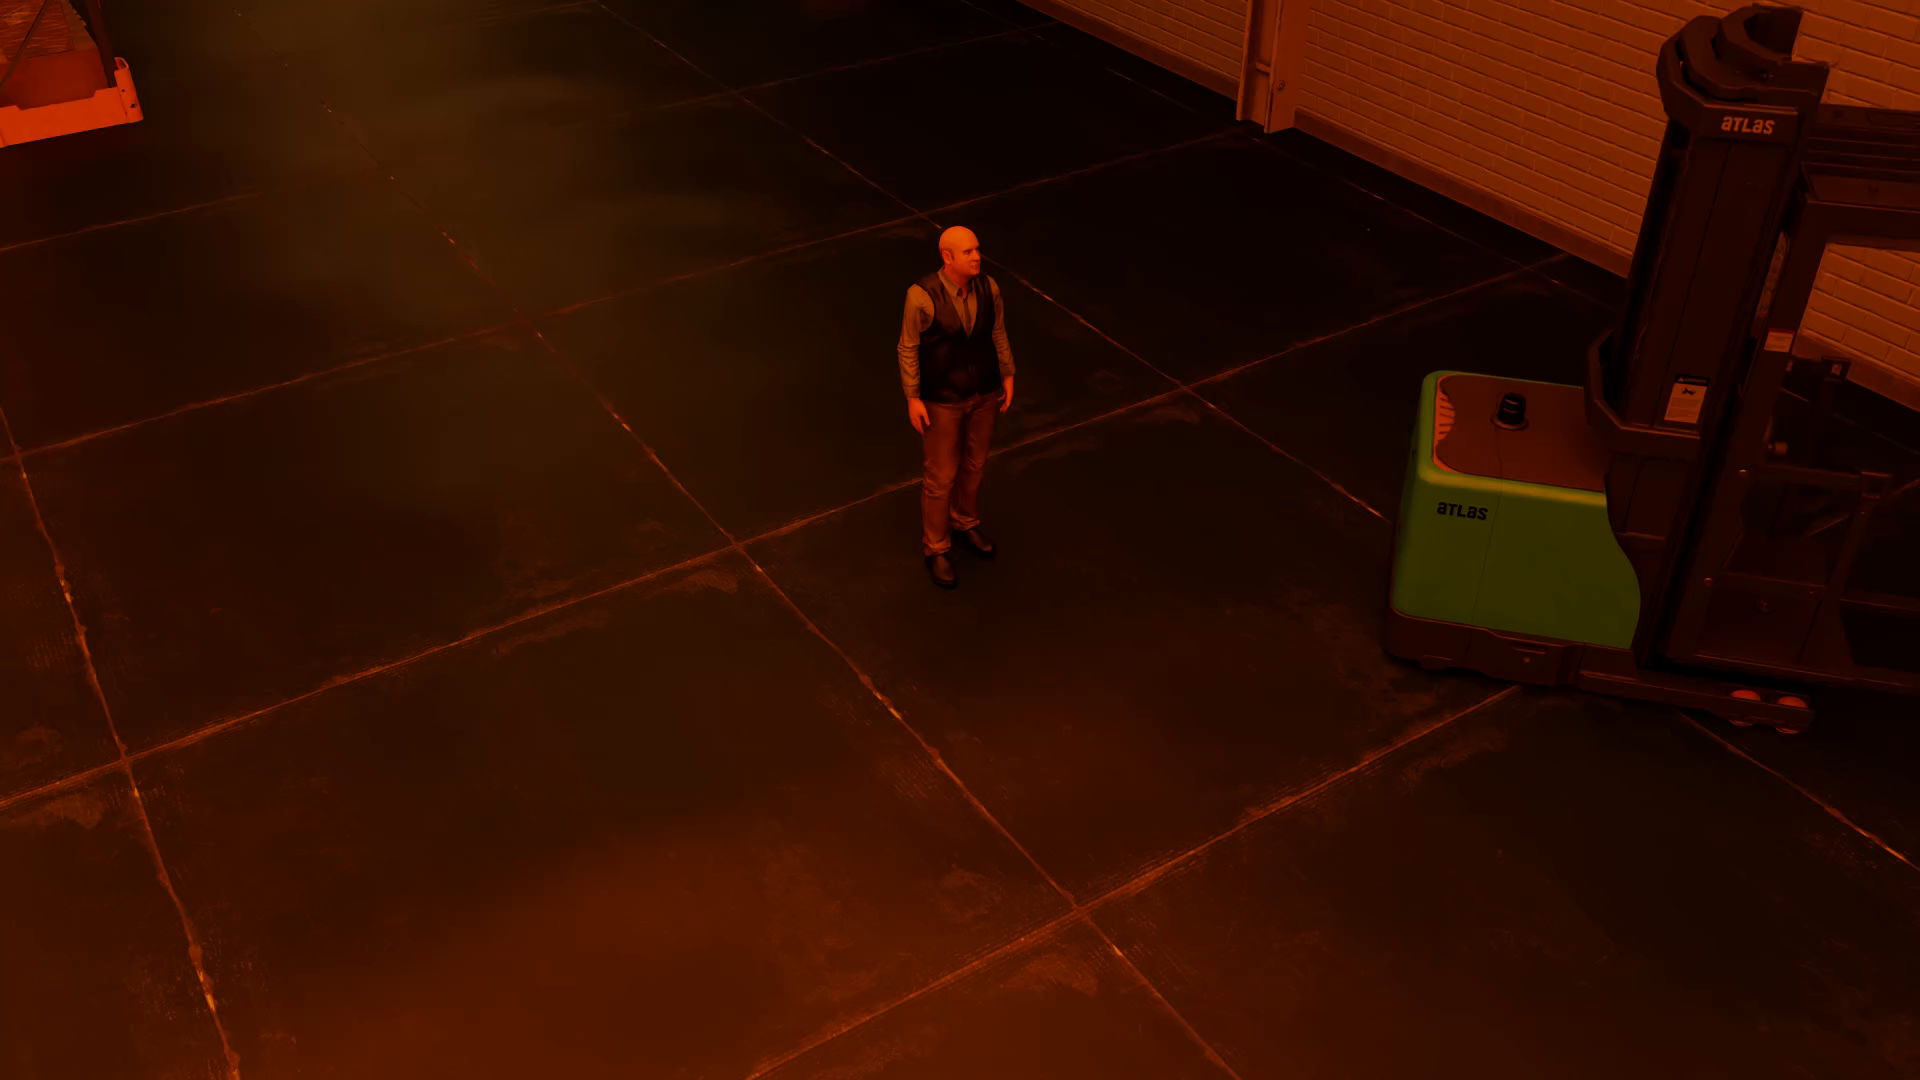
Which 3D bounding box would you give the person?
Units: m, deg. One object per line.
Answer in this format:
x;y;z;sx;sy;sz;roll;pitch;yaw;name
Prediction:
0.028;-0.678;8.151;0.634;1.722;0.566;-21;40;-27;person

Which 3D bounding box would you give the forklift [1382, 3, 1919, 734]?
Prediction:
3.572;-0.670;7.101;3.031;2.935;1.130;9;36;12;forklift
